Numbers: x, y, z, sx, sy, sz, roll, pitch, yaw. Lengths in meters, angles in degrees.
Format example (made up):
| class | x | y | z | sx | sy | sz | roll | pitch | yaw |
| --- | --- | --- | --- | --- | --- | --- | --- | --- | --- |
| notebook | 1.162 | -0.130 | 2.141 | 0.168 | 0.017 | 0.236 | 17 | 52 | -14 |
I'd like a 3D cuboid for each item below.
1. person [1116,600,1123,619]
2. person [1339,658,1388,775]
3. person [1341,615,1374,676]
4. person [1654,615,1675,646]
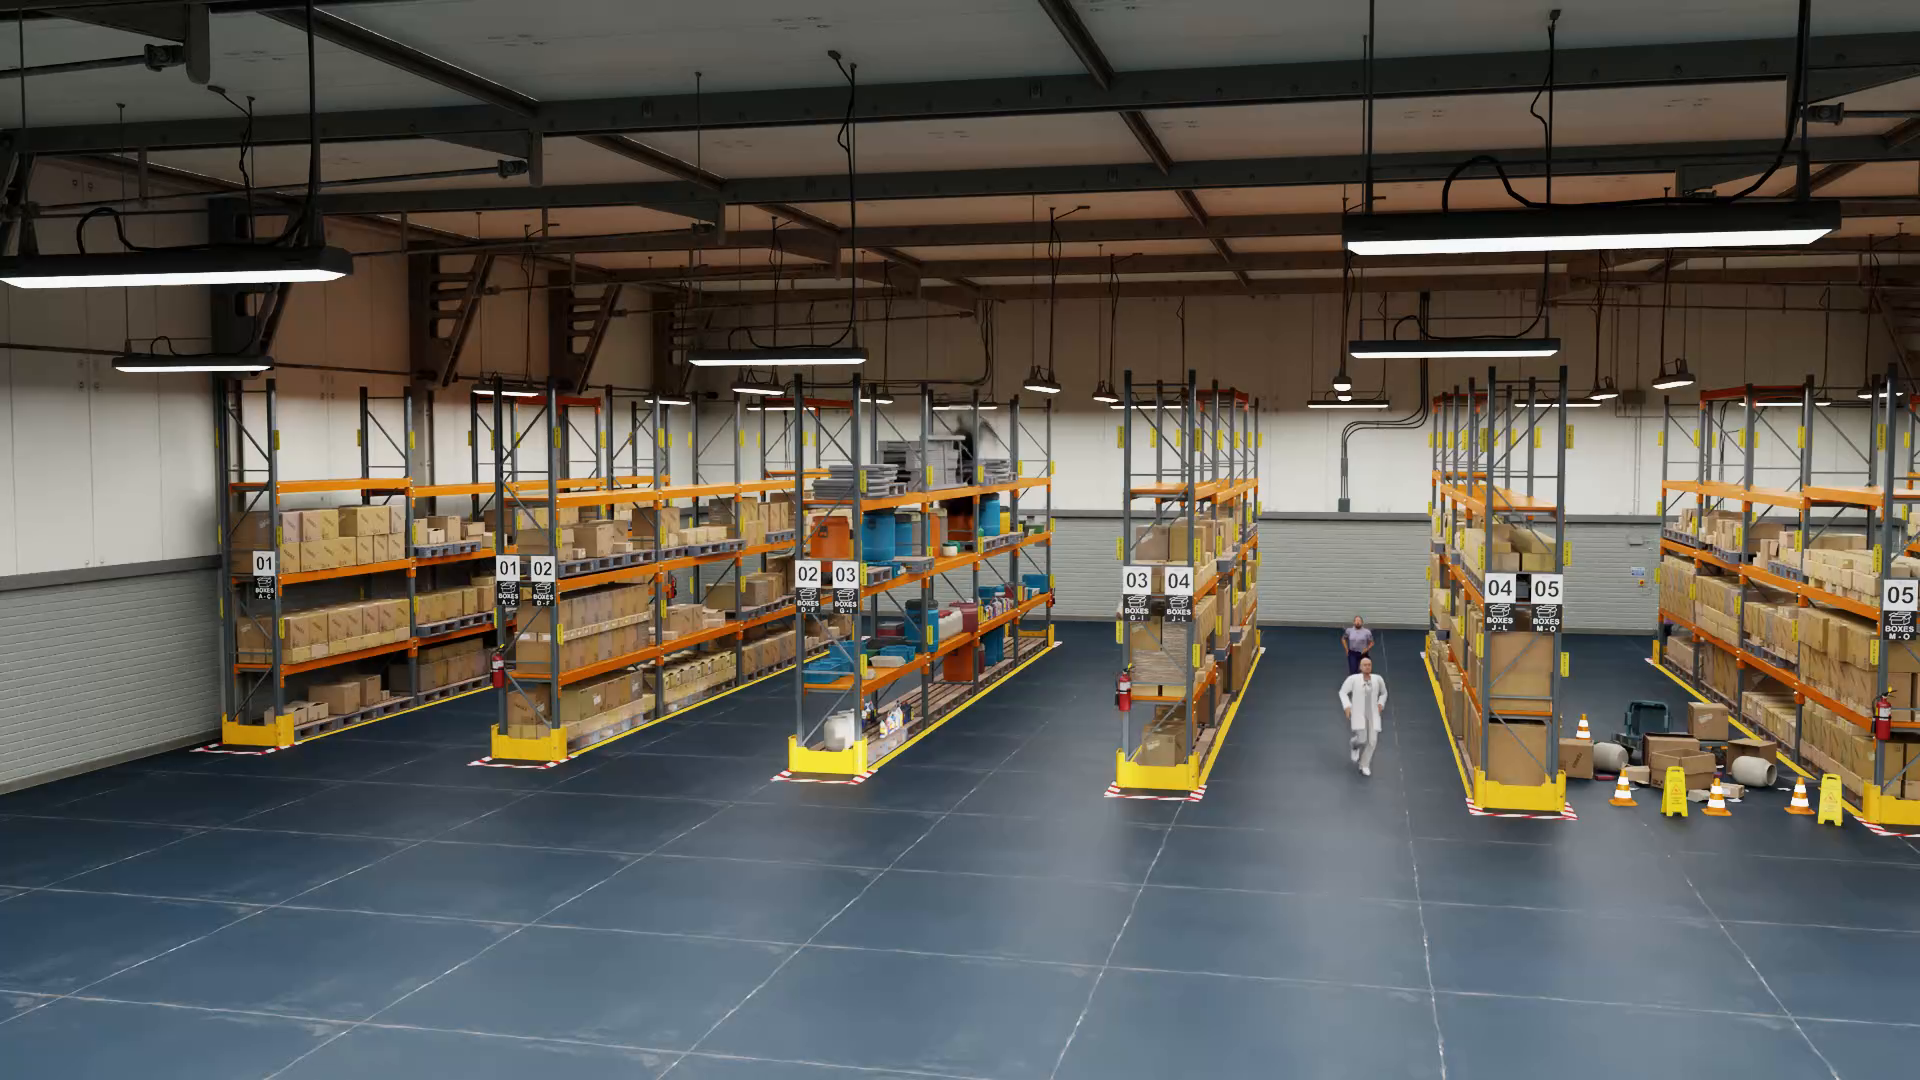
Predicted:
| class | x | y | z | sx | sy | sz | roll | pitch | yaw |
| --- | --- | --- | --- | --- | --- | --- | --- | --- | --- |
| person | 3.473 | 1.826 | 33.369 | 0.677 | 1.854 | 0.712 | 0 | 3 | 8 |
| person | 6.106 | 2.647 | 25.097 | 0.723 | 1.747 | 0.634 | 0 | 3 | -2 |
| person | 7.669 | 2.275 | 32.079 | 0.613 | 1.629 | 0.705 | 1 | 4 | 13 |
| person | 16.341 | 1.916 | 38.494 | 0.524 | 1.554 | 0.617 | 3 | 4 | 39 |
